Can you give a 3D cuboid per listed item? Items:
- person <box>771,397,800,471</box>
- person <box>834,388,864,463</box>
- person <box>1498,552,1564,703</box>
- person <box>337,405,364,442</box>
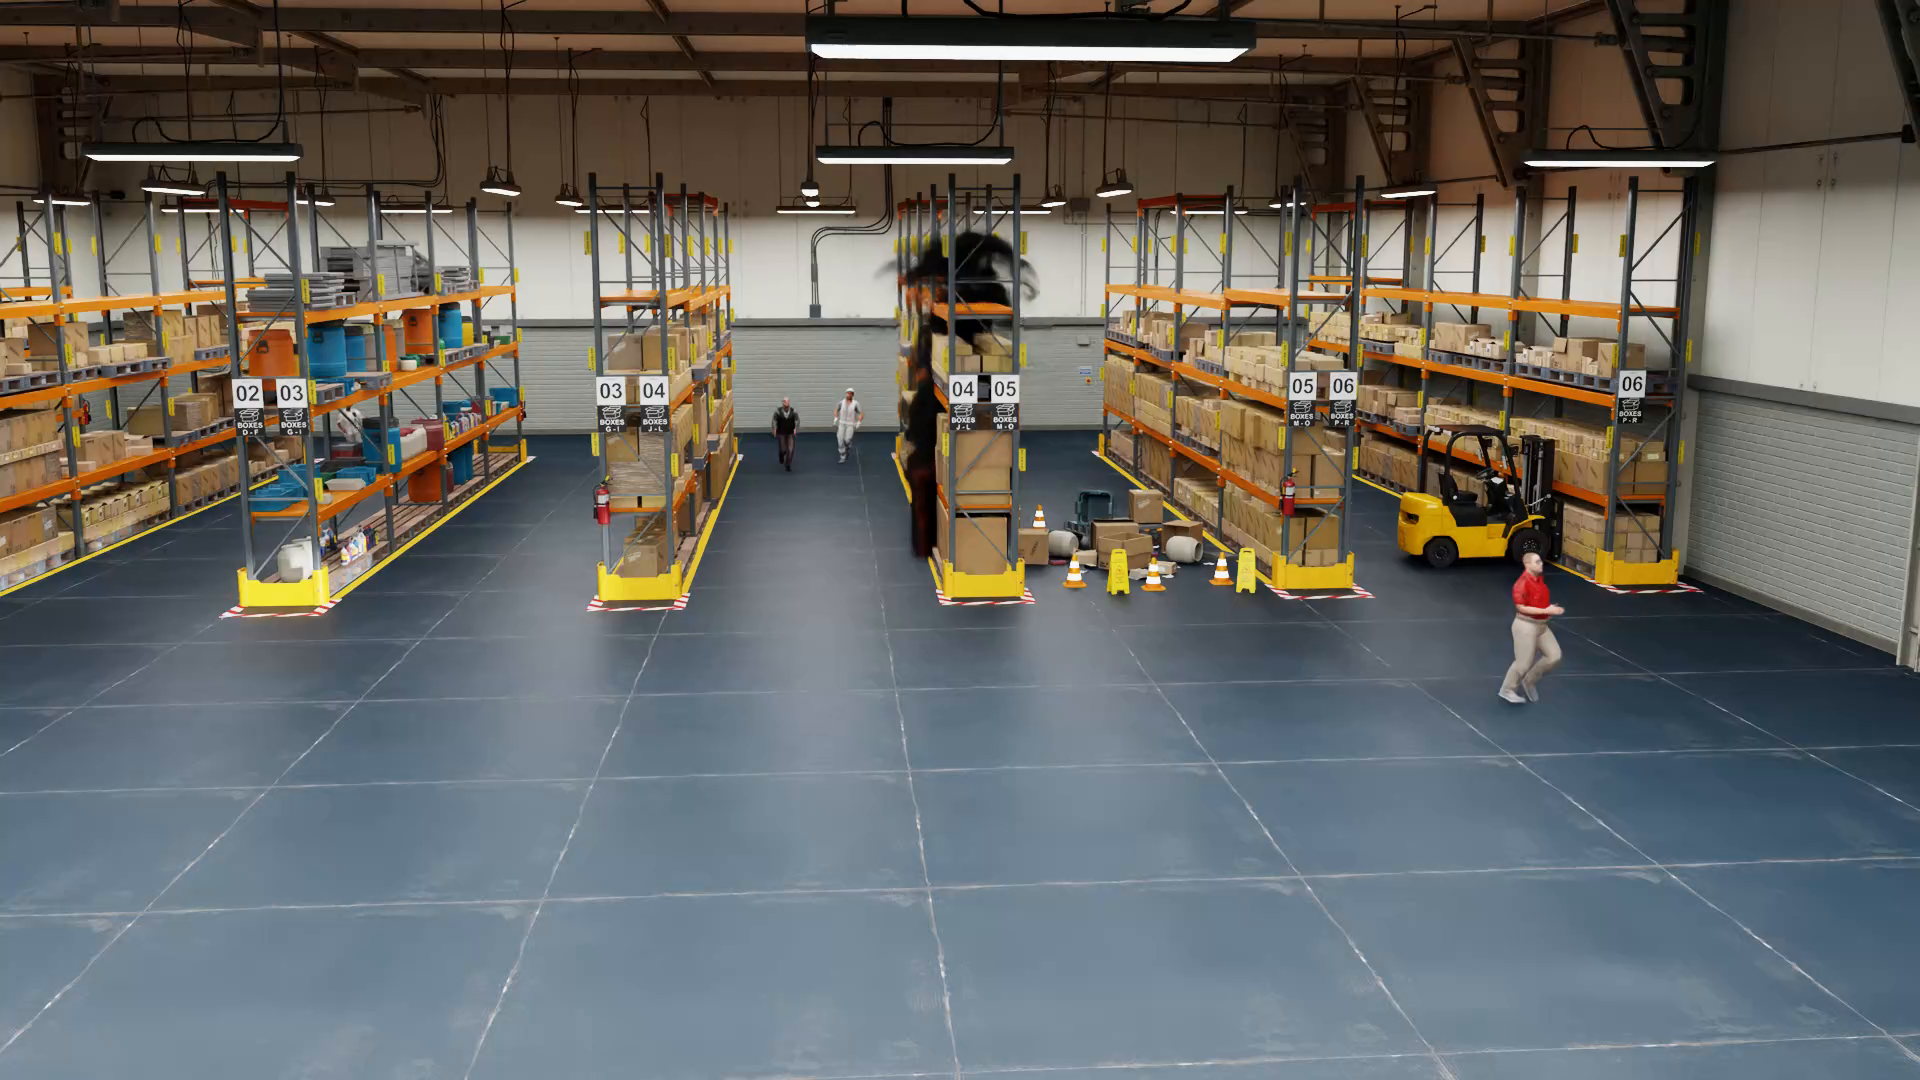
[{"bbox_3d":[-3.925,-2.395,37.526,0.649,1.679,0.622,-2,10,-11],"label":"person"},{"bbox_3d":[-2.643,-2.672,38.868,0.696,1.741,0.519,2,10,14],"label":"person"},{"bbox_3d":[6.303,0.989,18.227,0.660,1.722,0.687,-9,13,-40],"label":"person"},{"bbox_3d":[-13.786,-2.420,37.720,0.609,1.644,0.613,-3,11,-19],"label":"person"}]
